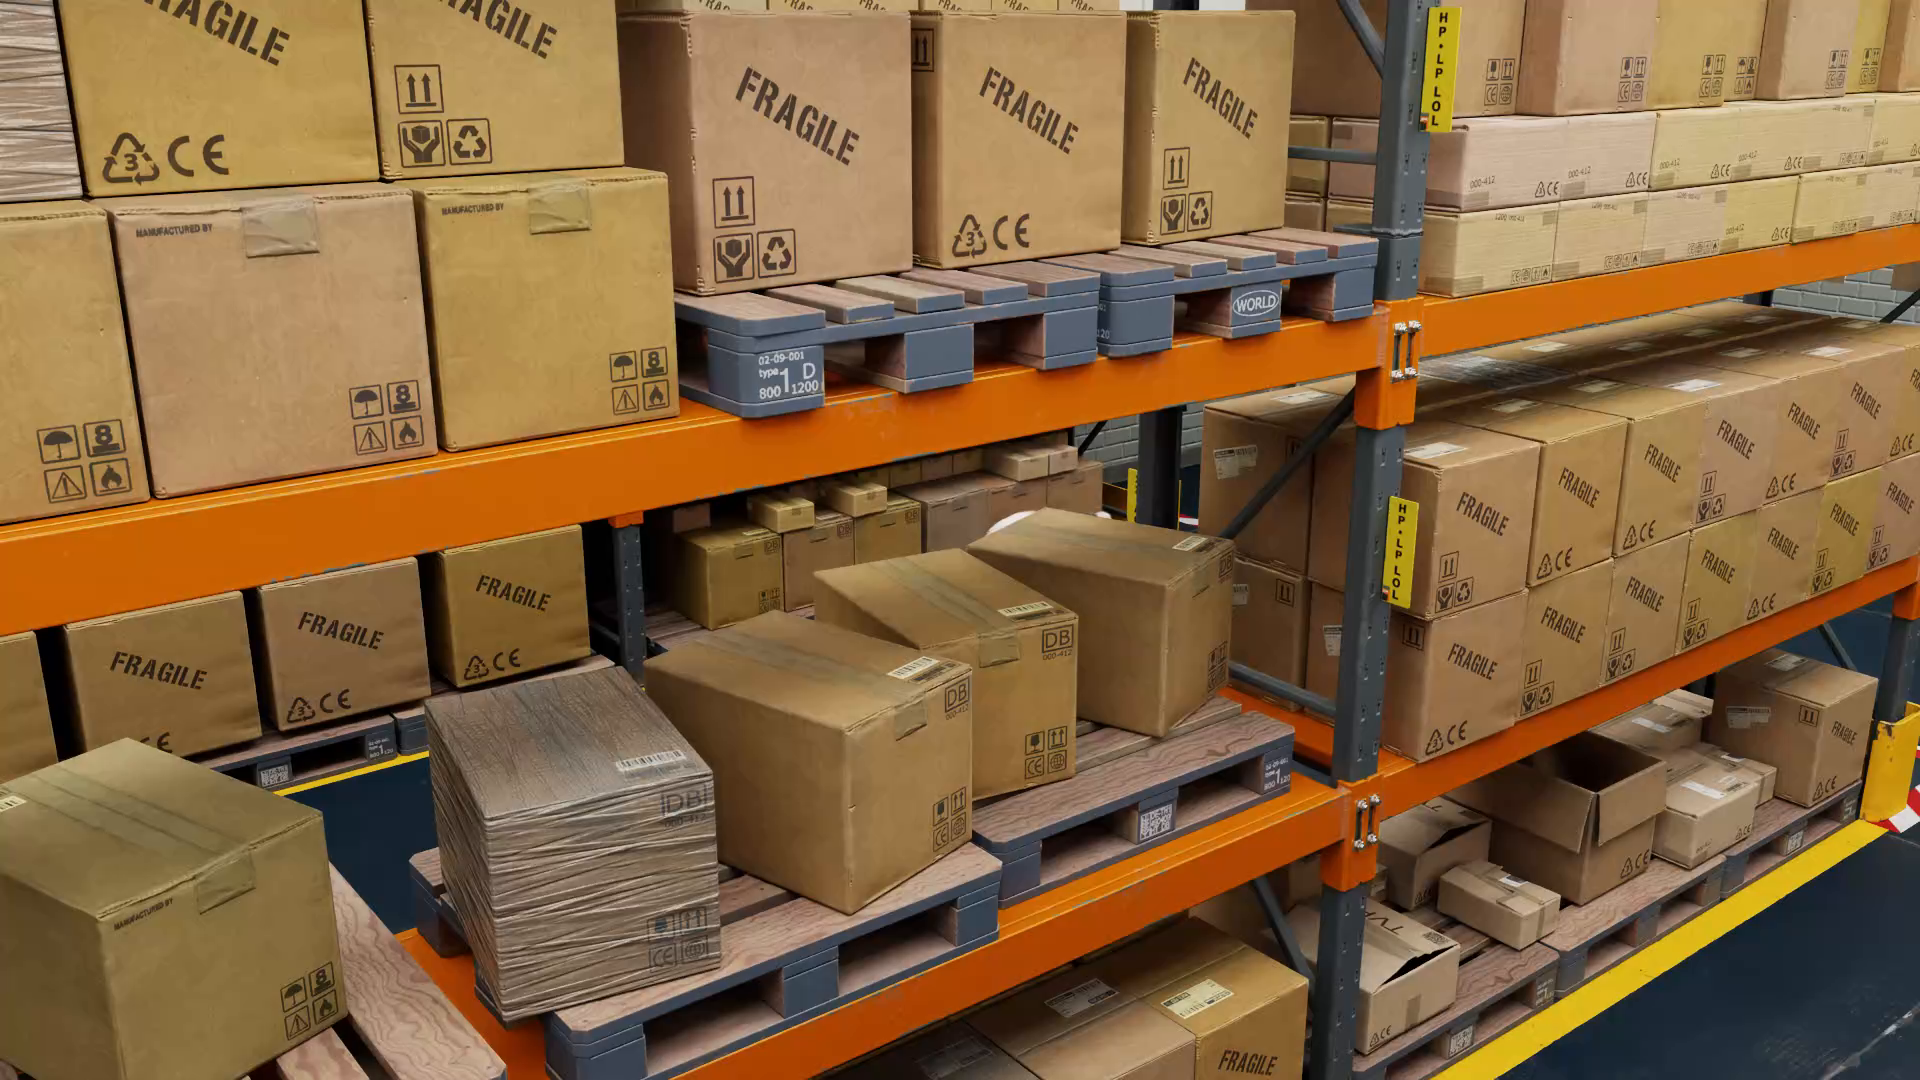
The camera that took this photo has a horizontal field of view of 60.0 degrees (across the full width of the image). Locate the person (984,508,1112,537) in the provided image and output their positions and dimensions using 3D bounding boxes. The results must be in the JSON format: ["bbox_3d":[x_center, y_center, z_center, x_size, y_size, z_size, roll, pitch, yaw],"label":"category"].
[{"bbox_3d":[0.548,0.230,9.793,0.979,0.886,0.505,-15,23,-39],"label":"person"}]
